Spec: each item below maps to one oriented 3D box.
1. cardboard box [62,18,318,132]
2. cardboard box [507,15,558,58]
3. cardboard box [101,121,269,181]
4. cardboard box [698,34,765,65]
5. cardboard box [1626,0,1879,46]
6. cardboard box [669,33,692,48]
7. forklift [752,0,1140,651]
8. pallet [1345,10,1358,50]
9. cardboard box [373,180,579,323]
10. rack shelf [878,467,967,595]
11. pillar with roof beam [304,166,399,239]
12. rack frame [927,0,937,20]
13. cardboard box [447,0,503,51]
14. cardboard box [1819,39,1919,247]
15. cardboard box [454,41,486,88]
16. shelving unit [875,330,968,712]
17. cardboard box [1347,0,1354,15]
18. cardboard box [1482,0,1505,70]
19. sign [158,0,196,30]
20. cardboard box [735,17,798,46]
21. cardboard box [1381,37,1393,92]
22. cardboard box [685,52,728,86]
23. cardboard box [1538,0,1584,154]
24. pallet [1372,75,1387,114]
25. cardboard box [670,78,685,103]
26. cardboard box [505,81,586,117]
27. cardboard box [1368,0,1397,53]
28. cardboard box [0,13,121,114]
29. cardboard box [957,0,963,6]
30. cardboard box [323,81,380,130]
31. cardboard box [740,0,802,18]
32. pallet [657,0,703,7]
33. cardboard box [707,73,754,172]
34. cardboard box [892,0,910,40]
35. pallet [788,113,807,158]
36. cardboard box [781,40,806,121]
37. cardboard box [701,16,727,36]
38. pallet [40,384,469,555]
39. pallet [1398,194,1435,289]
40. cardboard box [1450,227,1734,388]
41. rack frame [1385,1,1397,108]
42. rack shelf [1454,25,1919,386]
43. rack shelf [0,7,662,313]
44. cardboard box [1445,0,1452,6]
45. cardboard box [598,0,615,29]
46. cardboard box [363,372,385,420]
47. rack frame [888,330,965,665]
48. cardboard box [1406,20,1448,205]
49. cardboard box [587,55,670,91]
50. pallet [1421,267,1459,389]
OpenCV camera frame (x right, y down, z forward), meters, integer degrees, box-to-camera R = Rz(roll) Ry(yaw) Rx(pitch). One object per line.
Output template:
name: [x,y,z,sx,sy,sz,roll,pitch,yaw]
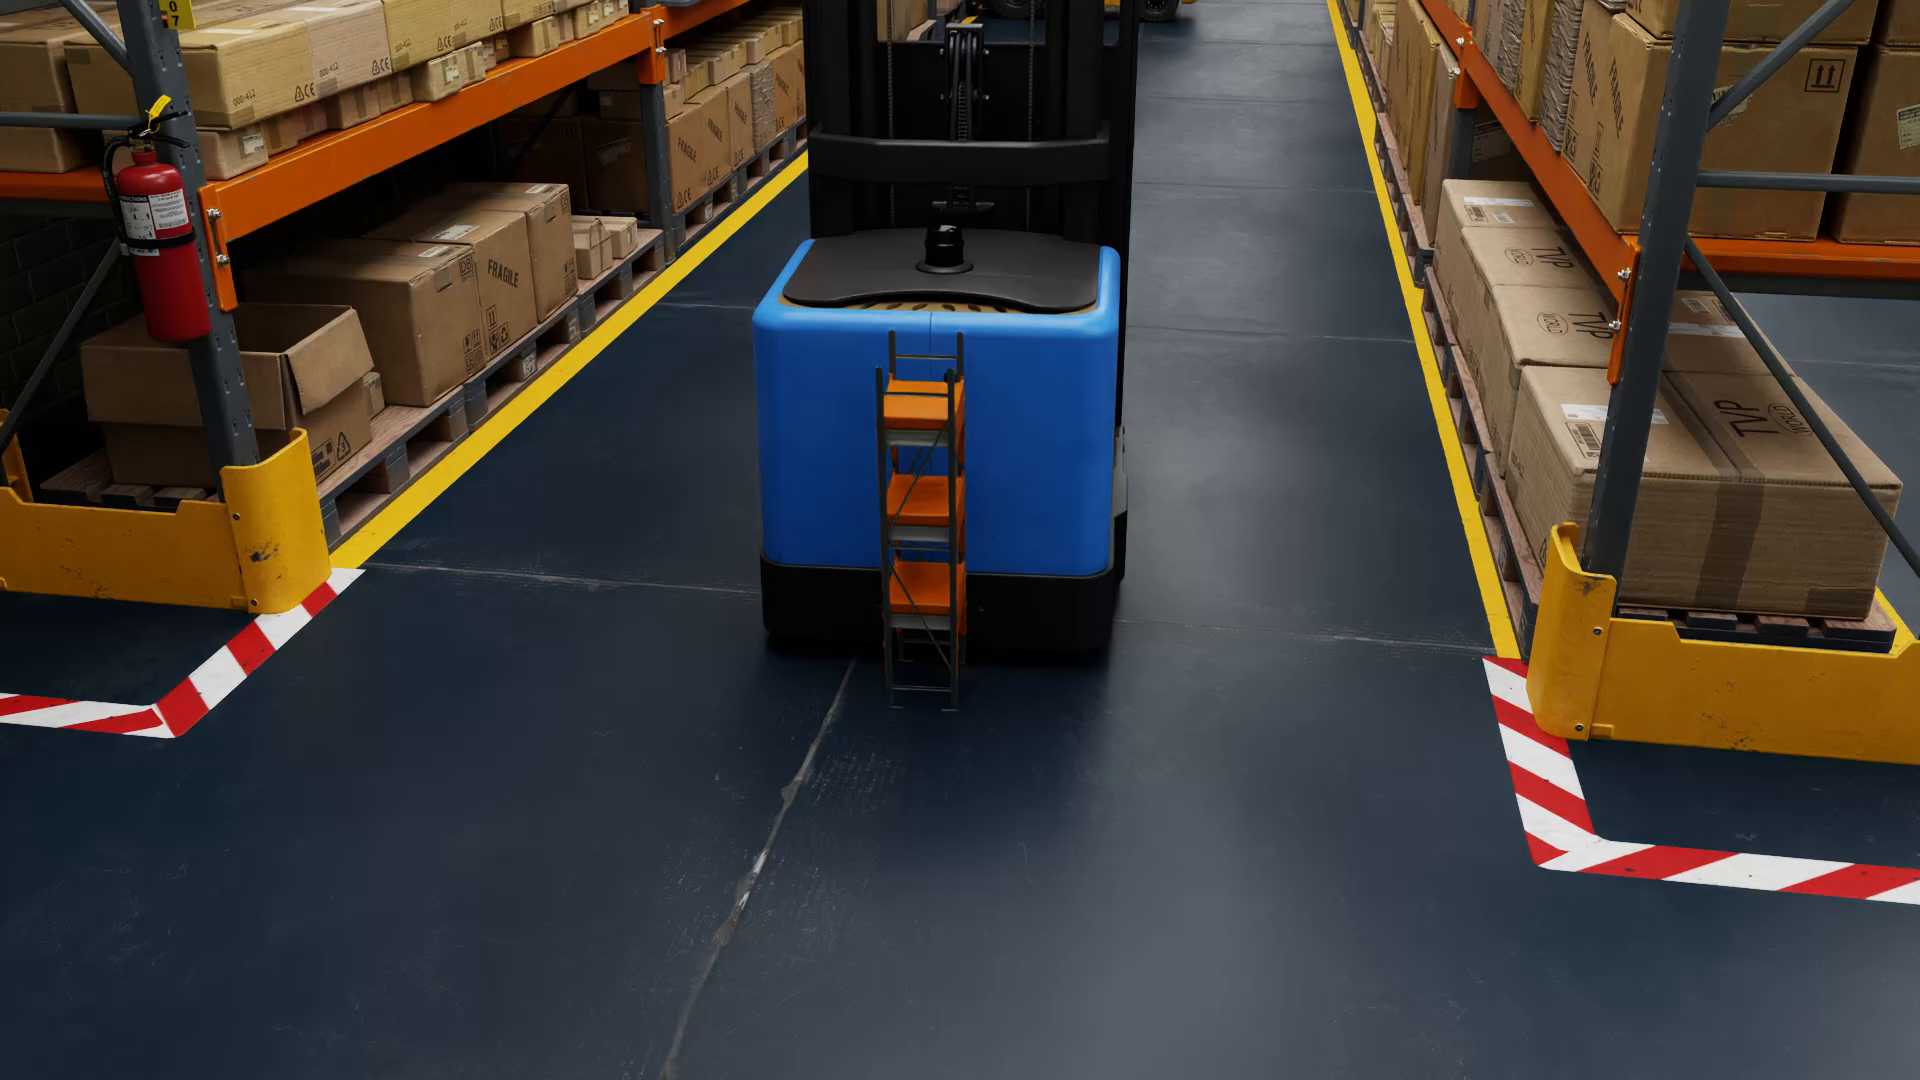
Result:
cardboard box: [-2.347,-1.437,5.108,0.500,0.250,0.500,4,25,9]
cardboard box: [-1.960,-2.170,7.145,0.380,0.149,0.250,4,25,8]
cardboard box: [-2.363,-1.204,5.080,0.380,0.149,0.250,4,25,8]
cardboard box: [-1.455,-3.120,10.566,0.380,0.149,0.250,3,25,6]
cardboard box: [2.054,-1.573,4.275,0.500,0.500,0.500,5,26,10]
cardboard box: [-1.931,-3.156,10.642,0.380,0.149,0.250,4,25,9]
forklift: [0.058,-1.591,5.692,1.130,2.935,3.031,2,25,5]
pallet: [4.247,-4.896,15.961,1.003,0.211,1.213,4,25,9]
cardboard box: [-2.146,-1.296,7.433,0.700,0.500,0.500,3,25,7]
rack shelf: [-0.099,-0.027,4.574,0.215,0.259,0.240,2,29,5]
pillar with roof beam: [1.211,-5.062,5.950,9.100,9.000,0.400,4,25,9]
rack frame: [-0.726,-6.218,15.496,1.000,3.000,0.127,4,25,9]
cardboard box: [-2.123,-2.076,6.472,0.500,0.250,0.500,3,25,7]
cardboard box: [2.572,-1.083,4.408,0.500,0.500,0.500,4,25,8]
cardboard box: [-2.080,-1.851,6.462,0.380,0.149,0.250,5,25,10]
shelving unit: [-0.099,-0.036,4.569,0.215,1.050,0.252,2,29,5]
cardboard box: [4.080,-5.310,16.304,0.500,0.250,0.500,3,25,7]
cardboard box: [2.443,-2.187,6.766,0.500,0.500,0.500,4,25,9]
sign: [-2.152,-1.554,4.510,0.100,0.325,0.005,4,25,9]
cardboard box: [-1.311,-3.450,11.270,0.380,0.149,0.250,3,25,7]
cardboard box: [3.620,-3.439,12.162,0.950,0.372,0.625,2,25,5]
cardboard box: [-1.603,-2.803,9.887,0.380,0.149,0.250,4,25,8]
cardboard box: [2.200,-1.547,5.399,0.500,0.500,0.500,5,26,10]
pallet: [3.647,-3.267,12.480,1.003,0.211,1.213,4,25,9]
cardboard box: [-1.743,-2.477,9.191,0.380,0.149,0.250,3,25,7]
cardboard box: [-2.258,-2.398,9.023,0.380,0.149,0.250,3,25,6]
cardboard box: [3.974,-4.355,14.121,0.950,0.372,0.625,6,26,12]
cardboard box: [-2.874,-1.477,5.193,0.500,0.250,0.500,5,26,10]
cardboard box: [-0.252,-5.556,16.829,0.500,0.250,0.500,3,25,7]
cardboard box: [-2.256,-1.527,5.771,0.380,0.149,0.250,5,26,10]
cardboard box: [-1.264,-3.920,12.892,0.875,0.625,0.625,5,26,10]
pallet: [-1.795,-3.112,9.087,1.003,0.211,1.213,4,25,9]
cardboard box: [-1.569,-2.549,10.110,0.500,0.500,0.500,3,25,7]
cardboard box: [-0.934,-4.790,14.750,0.875,0.625,0.625,4,25,8]
pallet: [-1.539,-2.973,11.852,1.003,0.211,1.213,4,25,9]
cardboard box: [-1.329,-3.203,11.508,0.500,0.500,0.500,4,25,8]
cardboard box: [-1.804,-3.482,11.338,0.380,0.149,0.250,4,25,9]
pallet: [-2.545,-0.302,6.146,1.003,0.211,1.213,4,25,9]
pallet: [2.916,-1.595,8.908,1.003,0.211,1.213,4,25,9]
cardboard box: [2.510,-0.930,6.726,0.875,0.438,0.875,3,25,7]
rack frame: [3.518,-4.203,11.191,1.000,3.000,0.127,4,25,9]
rack shelf: [2.537,-1.368,5.982,1.077,0.370,4.000,4,25,9]
rack shelf: [-2.360,-1.710,6.714,1.077,0.370,4.000,4,25,9]
cardboard box: [2.773,-2.880,8.542,0.500,0.250,0.500,4,25,8]
cardboard box: [-1.857,-2.497,7.843,0.380,0.149,0.250,5,25,10]
cardboard box: [-2.386,-0.523,6.196,0.380,0.149,0.250,3,25,6]
rack frame: [-0.087,-0.095,4.675,0.200,1.050,0.008,2,29,5]
cardboard box: [3.027,-2.401,9.352,0.875,0.875,0.875,5,26,10]
cardboard box: [-1.772,-2.495,8.879,0.380,0.149,0.250,4,25,8]
pallet: [2.663,-0.954,7.540,1.003,0.211,1.213,4,25,9]
